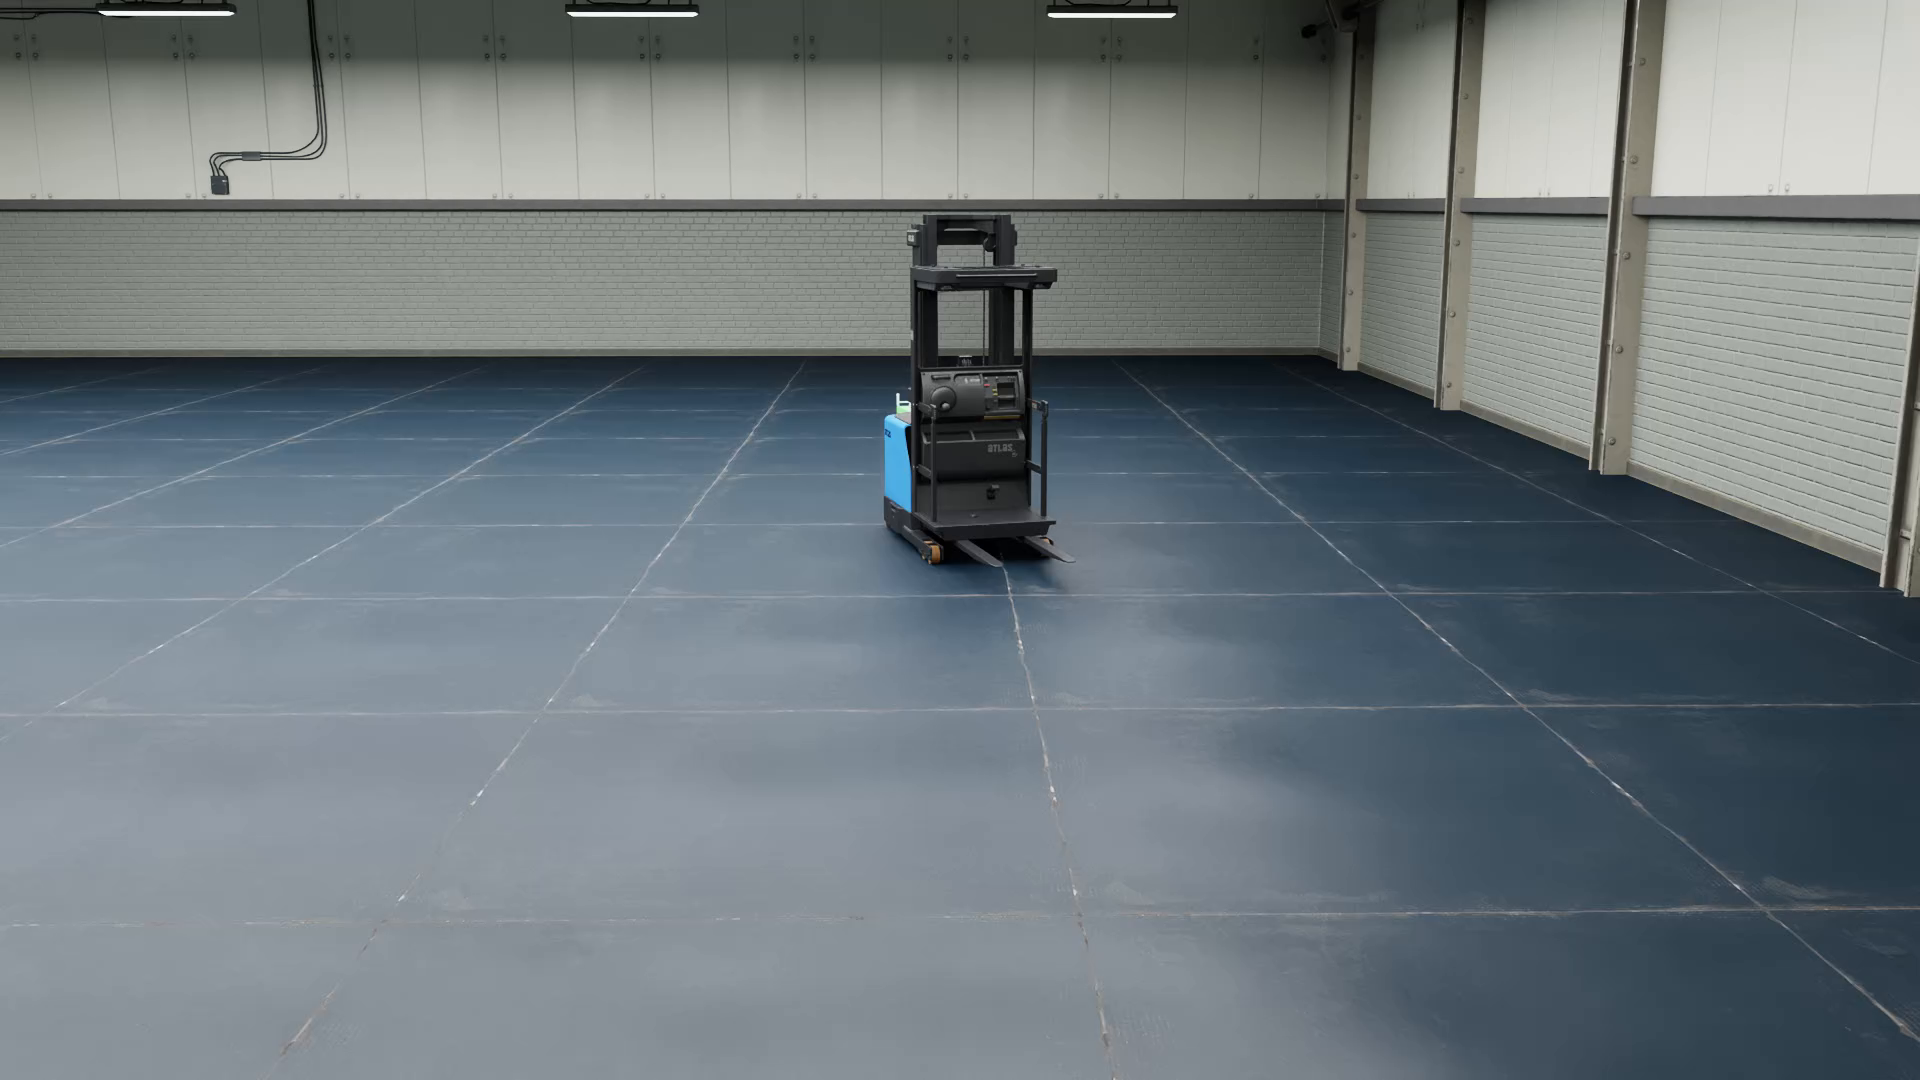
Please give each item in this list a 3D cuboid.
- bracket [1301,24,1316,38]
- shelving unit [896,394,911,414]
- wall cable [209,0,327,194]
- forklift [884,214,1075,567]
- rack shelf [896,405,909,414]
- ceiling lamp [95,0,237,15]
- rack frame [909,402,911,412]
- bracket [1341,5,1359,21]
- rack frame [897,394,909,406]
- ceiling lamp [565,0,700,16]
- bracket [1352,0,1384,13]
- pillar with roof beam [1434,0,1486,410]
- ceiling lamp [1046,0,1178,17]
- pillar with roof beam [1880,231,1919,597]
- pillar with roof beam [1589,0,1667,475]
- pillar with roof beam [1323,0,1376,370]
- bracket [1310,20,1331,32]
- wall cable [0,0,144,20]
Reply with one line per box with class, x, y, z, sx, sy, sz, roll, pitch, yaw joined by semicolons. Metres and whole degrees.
bracket;6.796;-9.896;32.343;0.235;0.232;0.430;0;11;-1
shelving unit;-0.433;-0.802;16.184;0.258;1.200;0.503;-3;12;-16
wall cable;-13.532;-9.744;32.094;2.305;6.003;0.169;0;11;-1
forklift;0.177;-1.316;14.365;1.130;2.935;3.031;-3;12;-16
rack shelf;-0.433;-1.209;16.101;0.258;0.148;0.480;-3;12;-16
ceiling lamp;-12.068;-9.593;25.221;2.000;3.185;0.800;0;11;-1
rack frame;-0.365;-0.755;15.954;0.240;1.200;0.015;-3;12;-16
bracket;6.862;-9.260;29.208;0.235;0.232;0.430;0;11;-1
rack frame;-0.501;-0.848;16.413;0.240;1.200;0.015;-3;12;-16
ceiling lamp;-5.010;-9.622;25.364;2.000;3.185;0.800;0;11;-1
bracket;6.915;-8.748;26.684;0.076;0.066;4.783;0;11;-1
pillar with roof beam;3.028;-6.370;24.014;9.100;9.000;0.400;0;11;-1
ceiling lamp;2.329;-9.652;25.513;2.000;3.185;0.800;0;11;-1
pillar with roof beam;3.276;-3.984;12.256;9.100;9.000;0.400;0;11;-1
pillar with roof beam;3.152;-5.177;18.135;9.100;9.000;0.400;0;11;-1
pillar with roof beam;2.904;-7.562;29.893;9.100;9.000;0.548;0;11;-1
bracket;6.808;-9.779;31.765;0.076;0.066;3.189;0;11;-1
wall cable;-17.225;-11.248;31.727;3.097;2.526;0.112;0;11;-1
